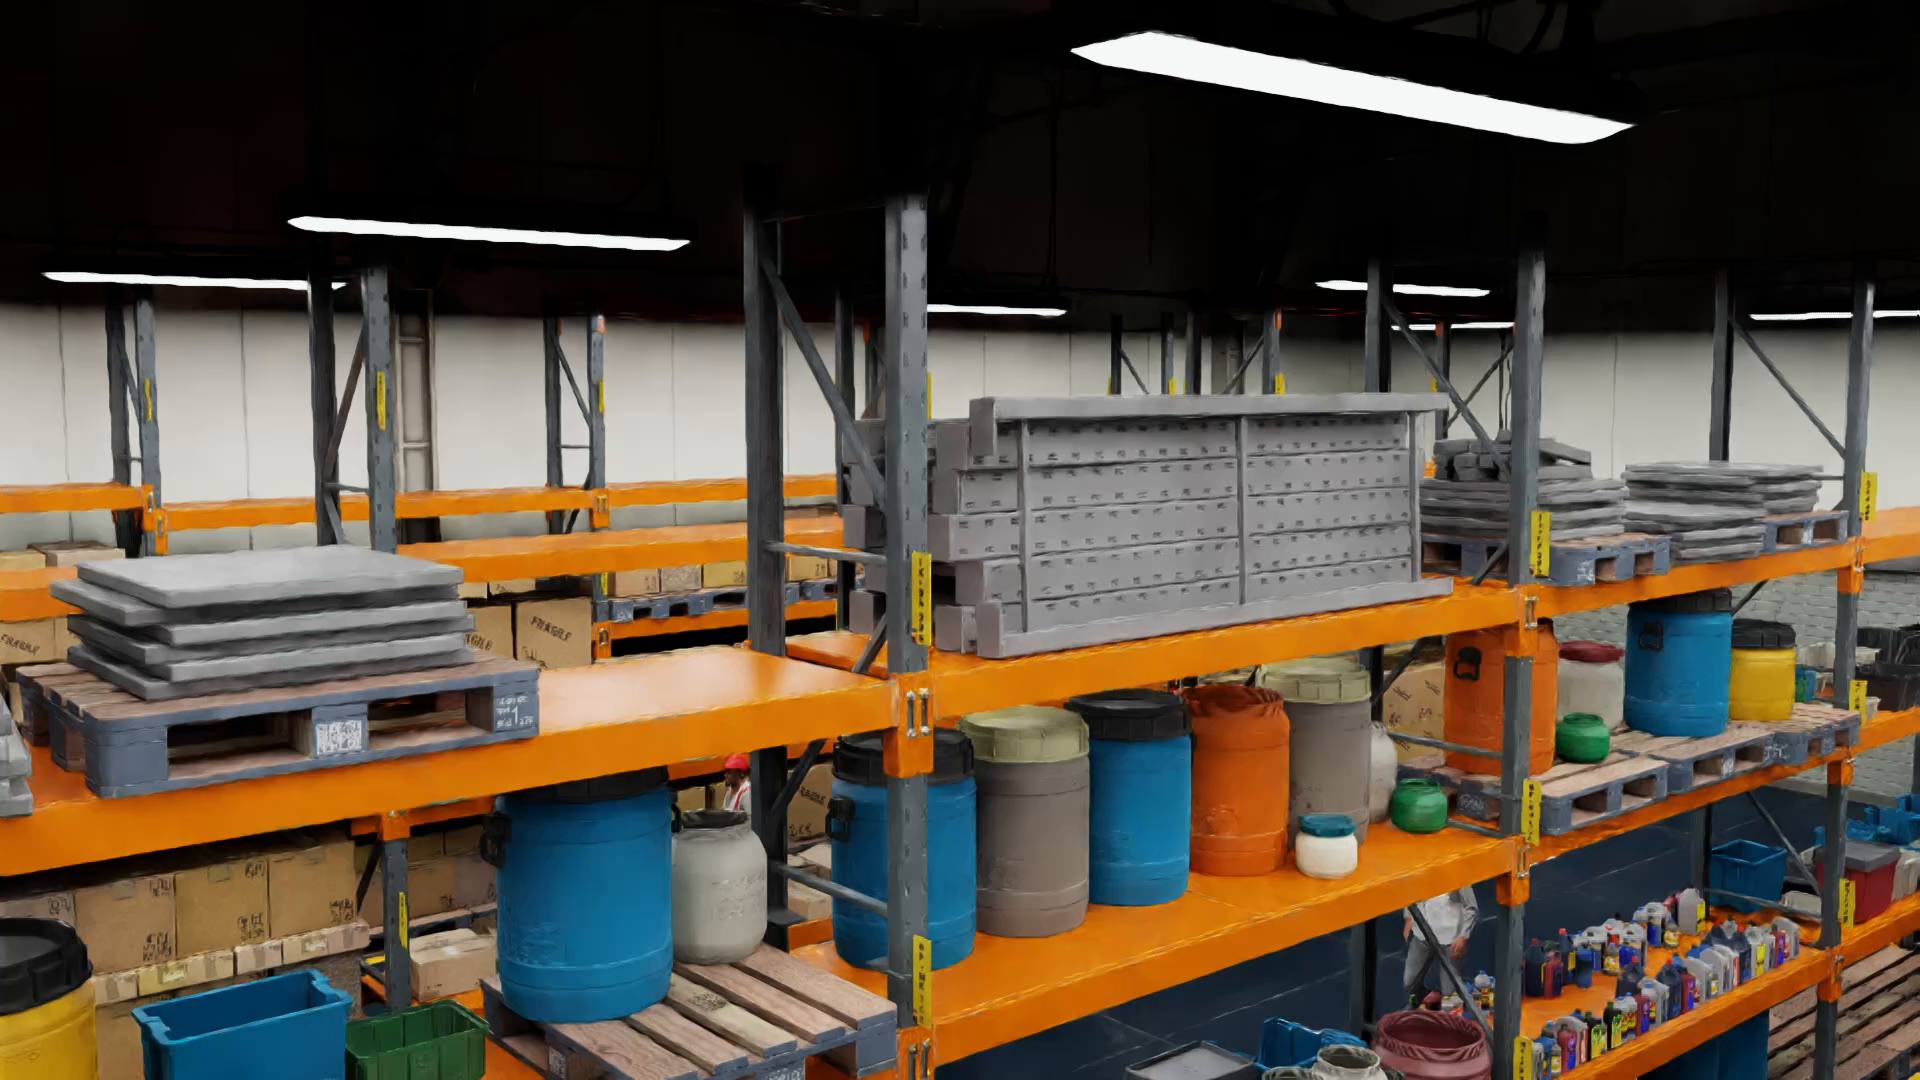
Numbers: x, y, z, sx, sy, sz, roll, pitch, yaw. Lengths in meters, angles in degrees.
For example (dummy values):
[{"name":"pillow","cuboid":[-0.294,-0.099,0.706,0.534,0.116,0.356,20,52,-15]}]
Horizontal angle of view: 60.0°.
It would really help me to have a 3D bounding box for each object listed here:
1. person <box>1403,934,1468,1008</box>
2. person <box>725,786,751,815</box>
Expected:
[{"name":"person","cuboid":[3.693,3.068,12.971,0.574,1.725,0.516,-5,7,-41]},{"name":"person","cuboid":[-1.962,2.941,15.379,0.878,1.397,0.567,-5,7,-41]}]
